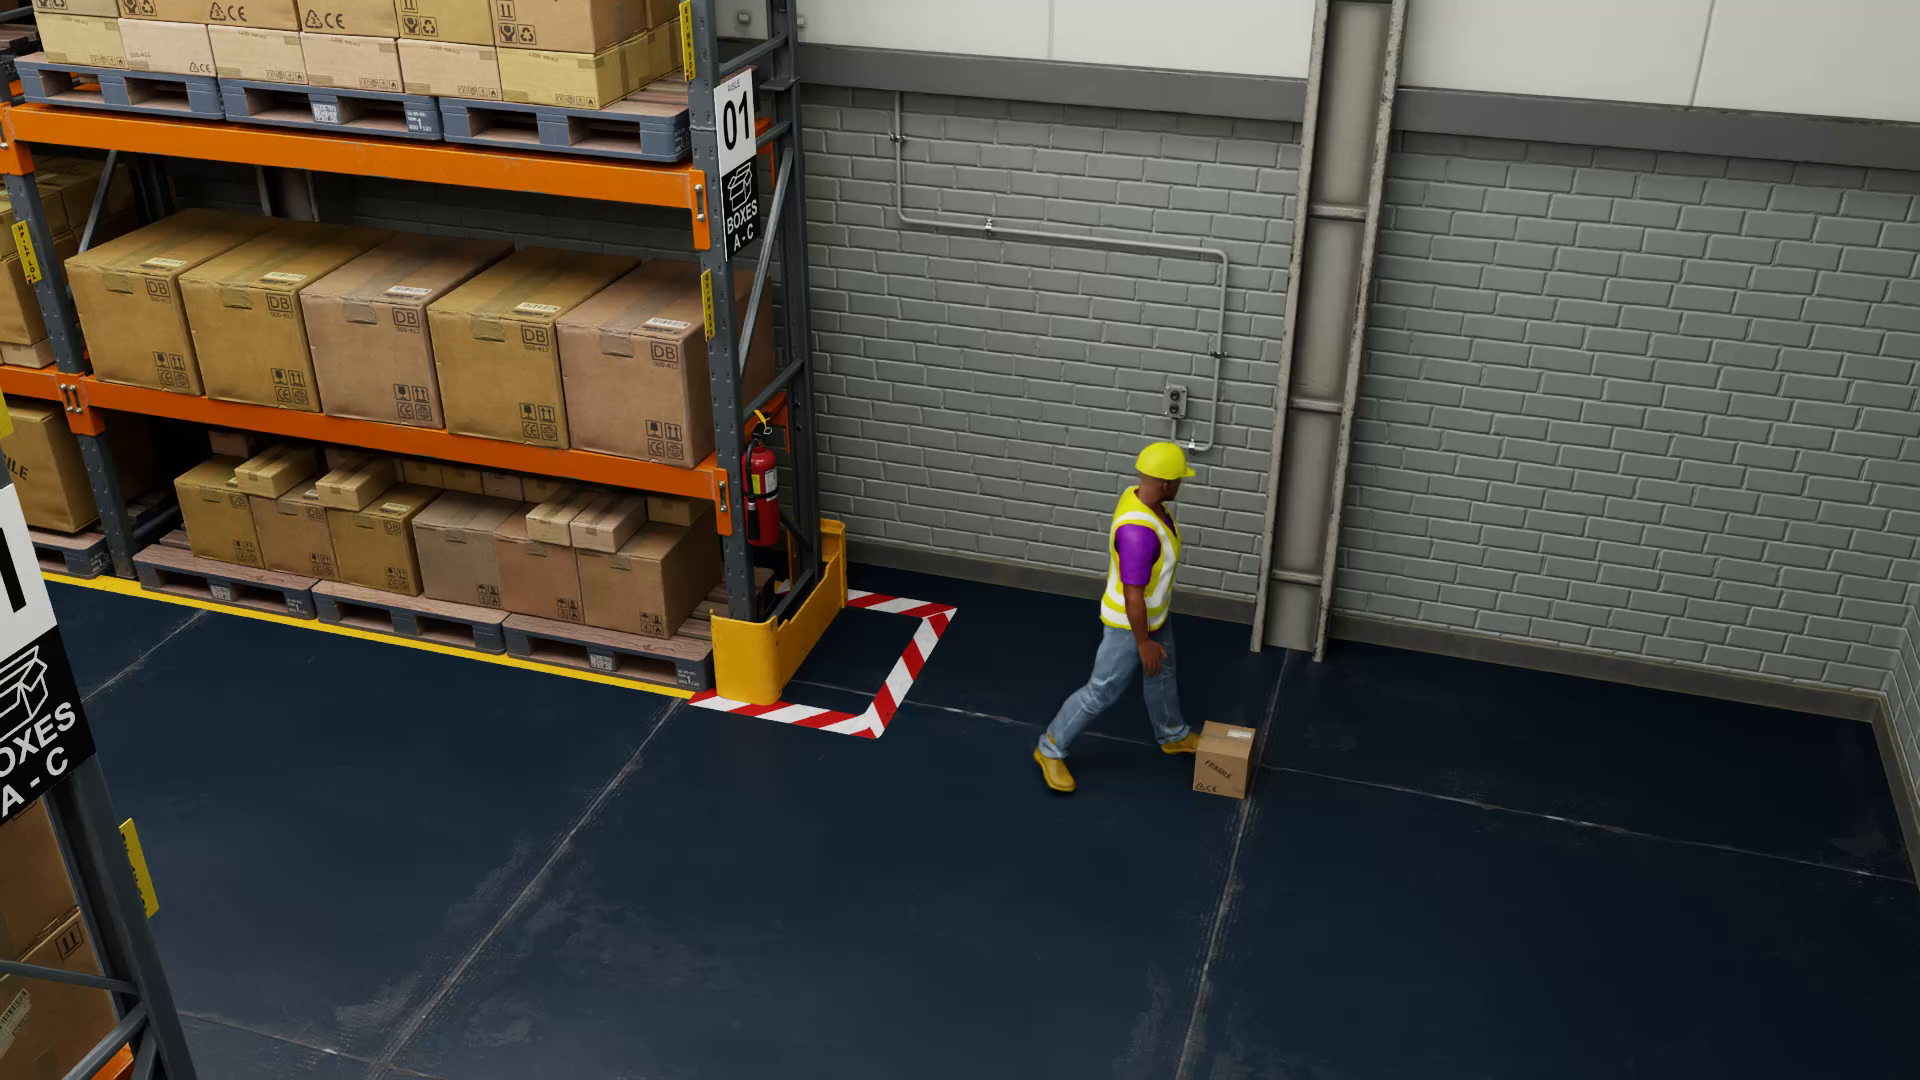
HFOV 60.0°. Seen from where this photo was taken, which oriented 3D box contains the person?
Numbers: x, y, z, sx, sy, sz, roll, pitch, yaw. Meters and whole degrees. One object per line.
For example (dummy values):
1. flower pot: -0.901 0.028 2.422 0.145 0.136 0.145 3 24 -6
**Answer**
1. person: 0.828 0.362 7.846 0.883 1.751 0.684 8 30 13
